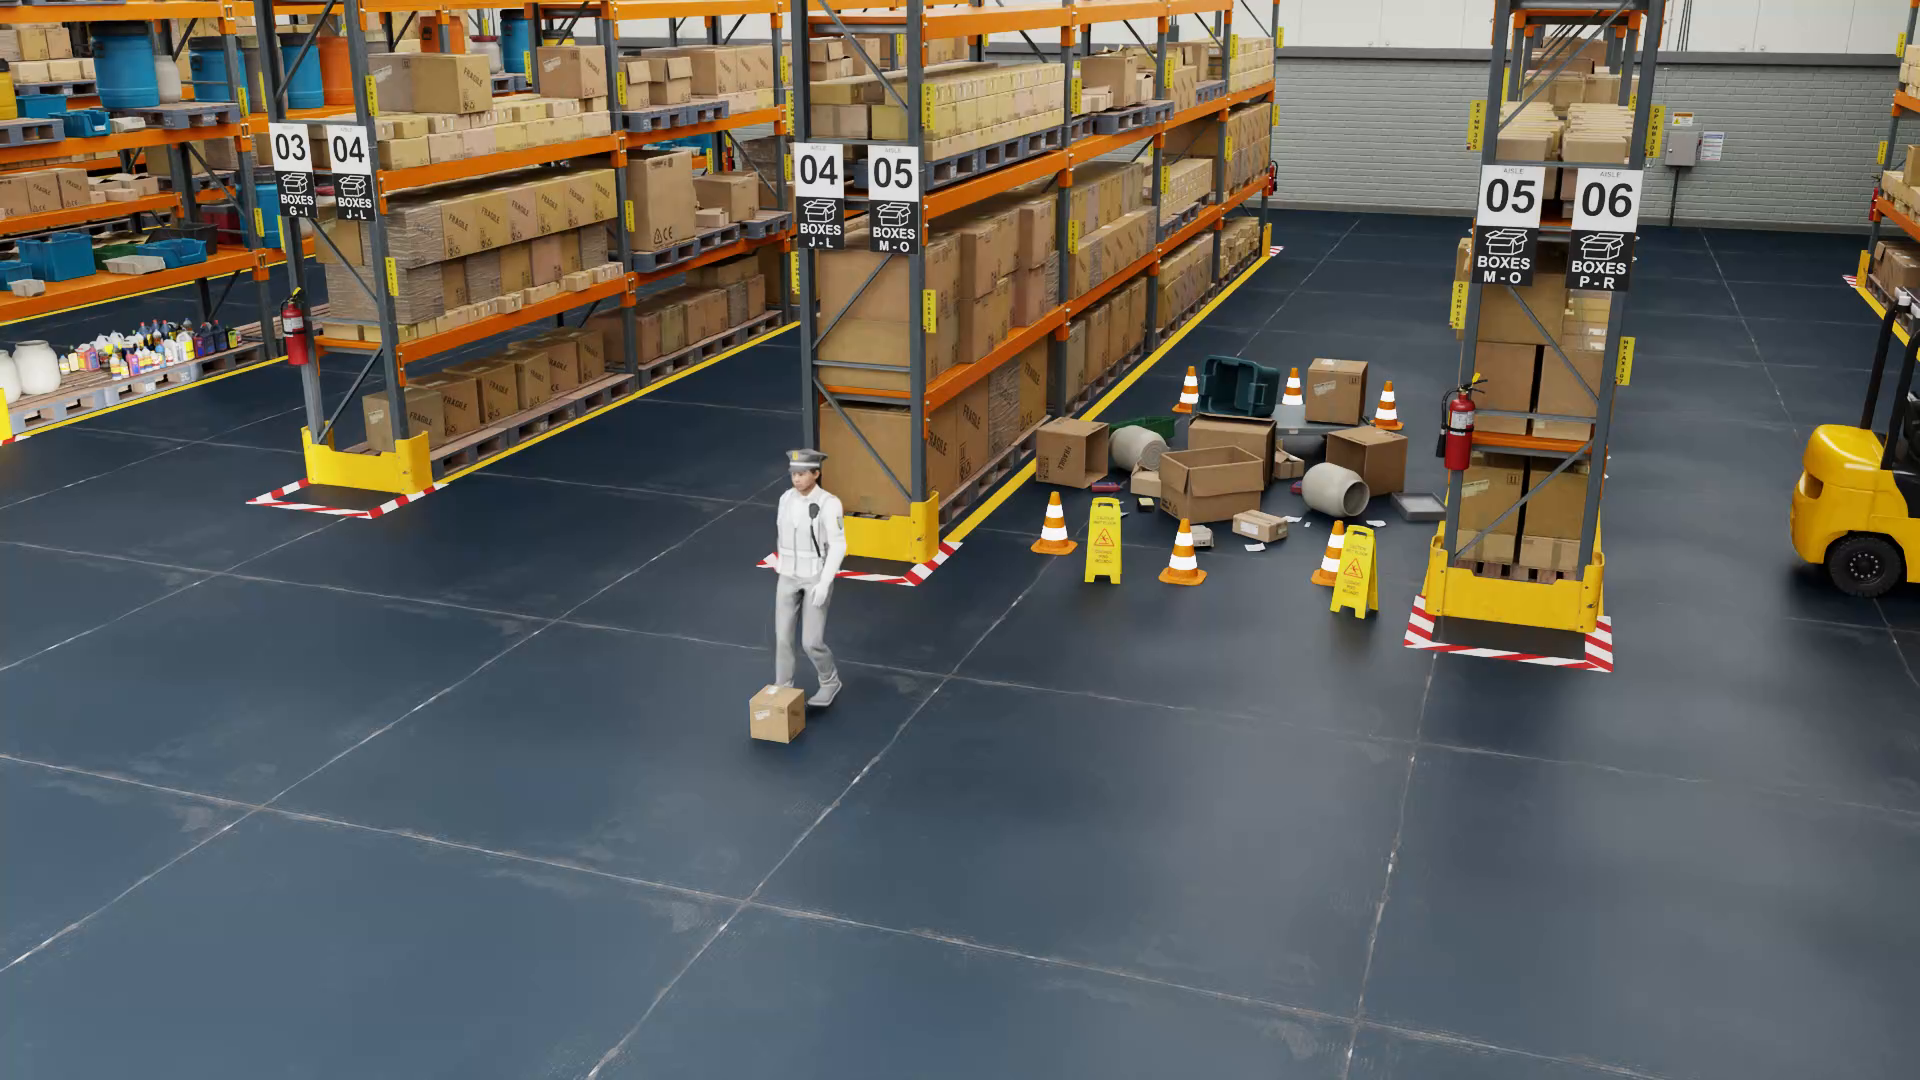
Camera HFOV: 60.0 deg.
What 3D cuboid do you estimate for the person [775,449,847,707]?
[{"bbox_3d":[-0.990,0.302,10.254,0.544,1.717,0.649,9,21,24],"label":"person"}]
